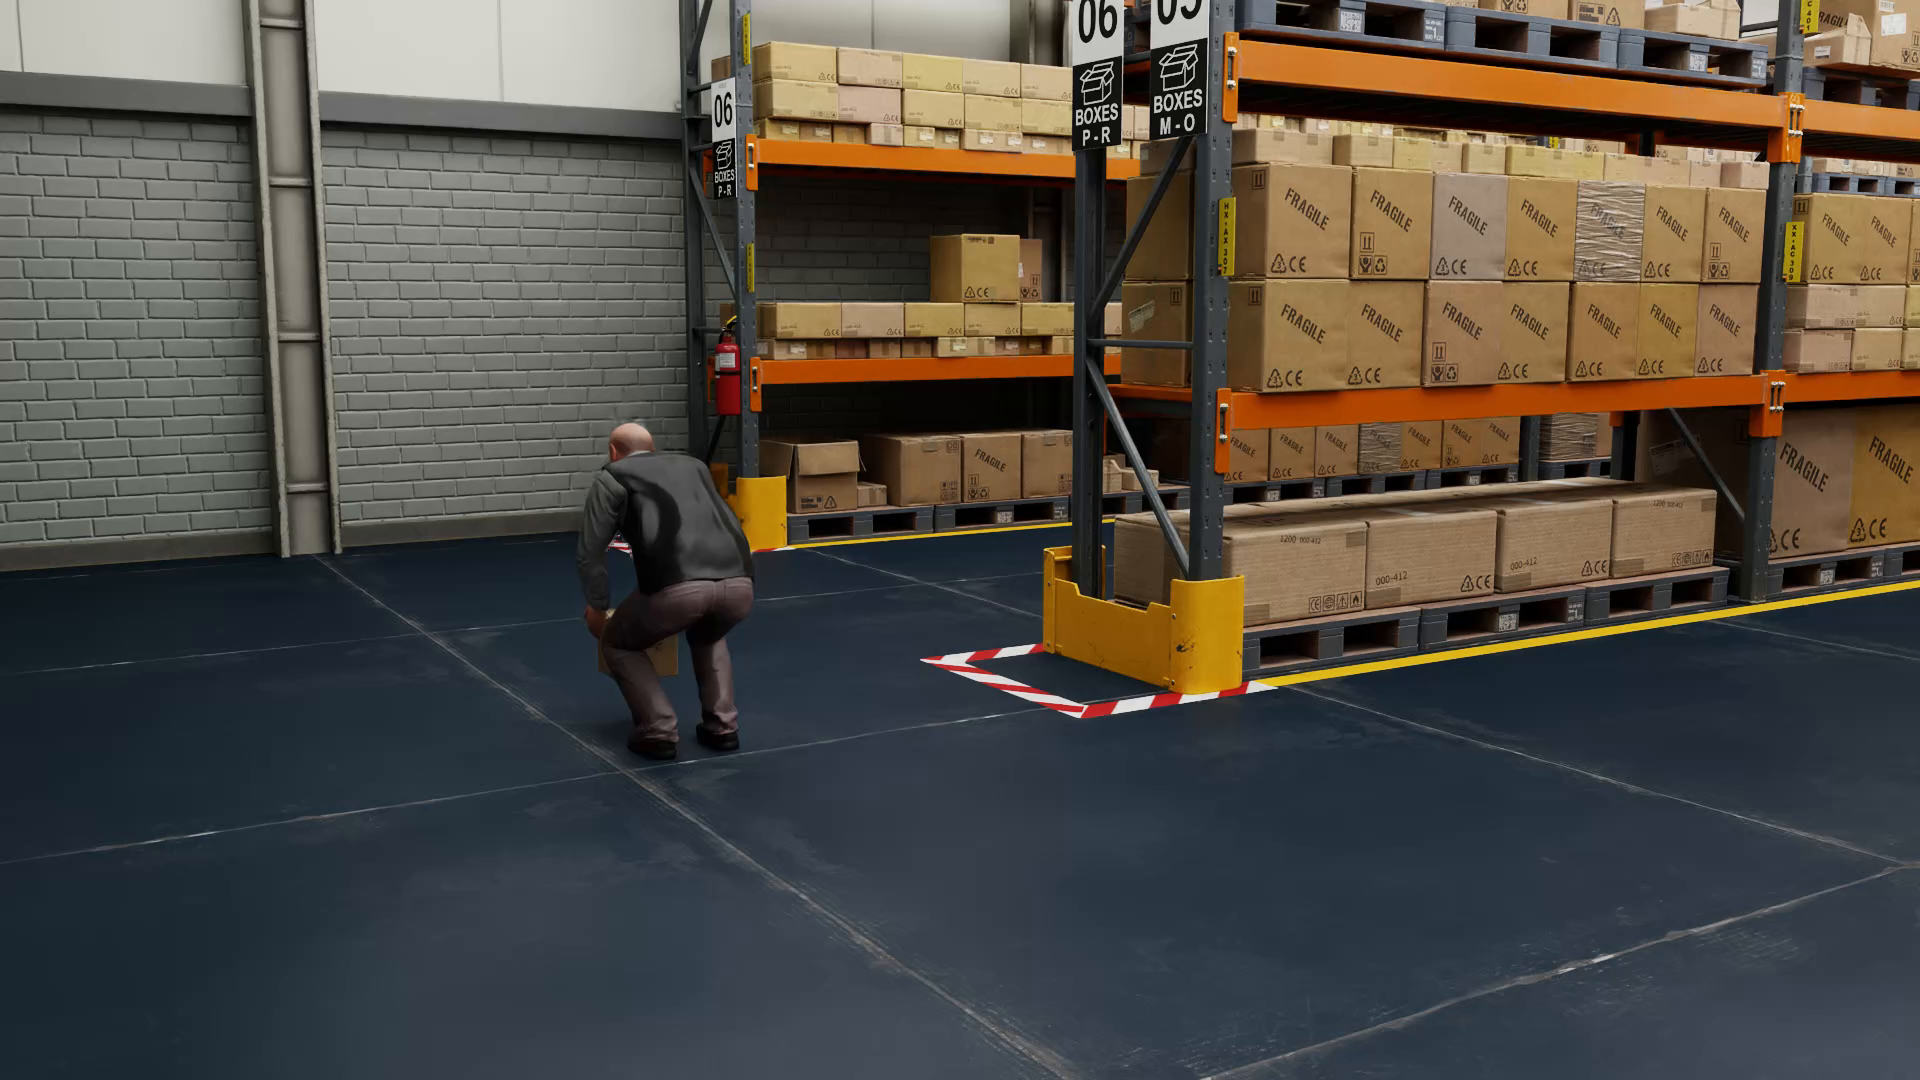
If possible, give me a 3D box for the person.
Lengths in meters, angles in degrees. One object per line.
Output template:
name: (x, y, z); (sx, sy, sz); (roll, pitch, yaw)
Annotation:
person: (-1.131, 0.186, 6.352); (0.583, 1.232, 0.789); (-5, 9, -31)
